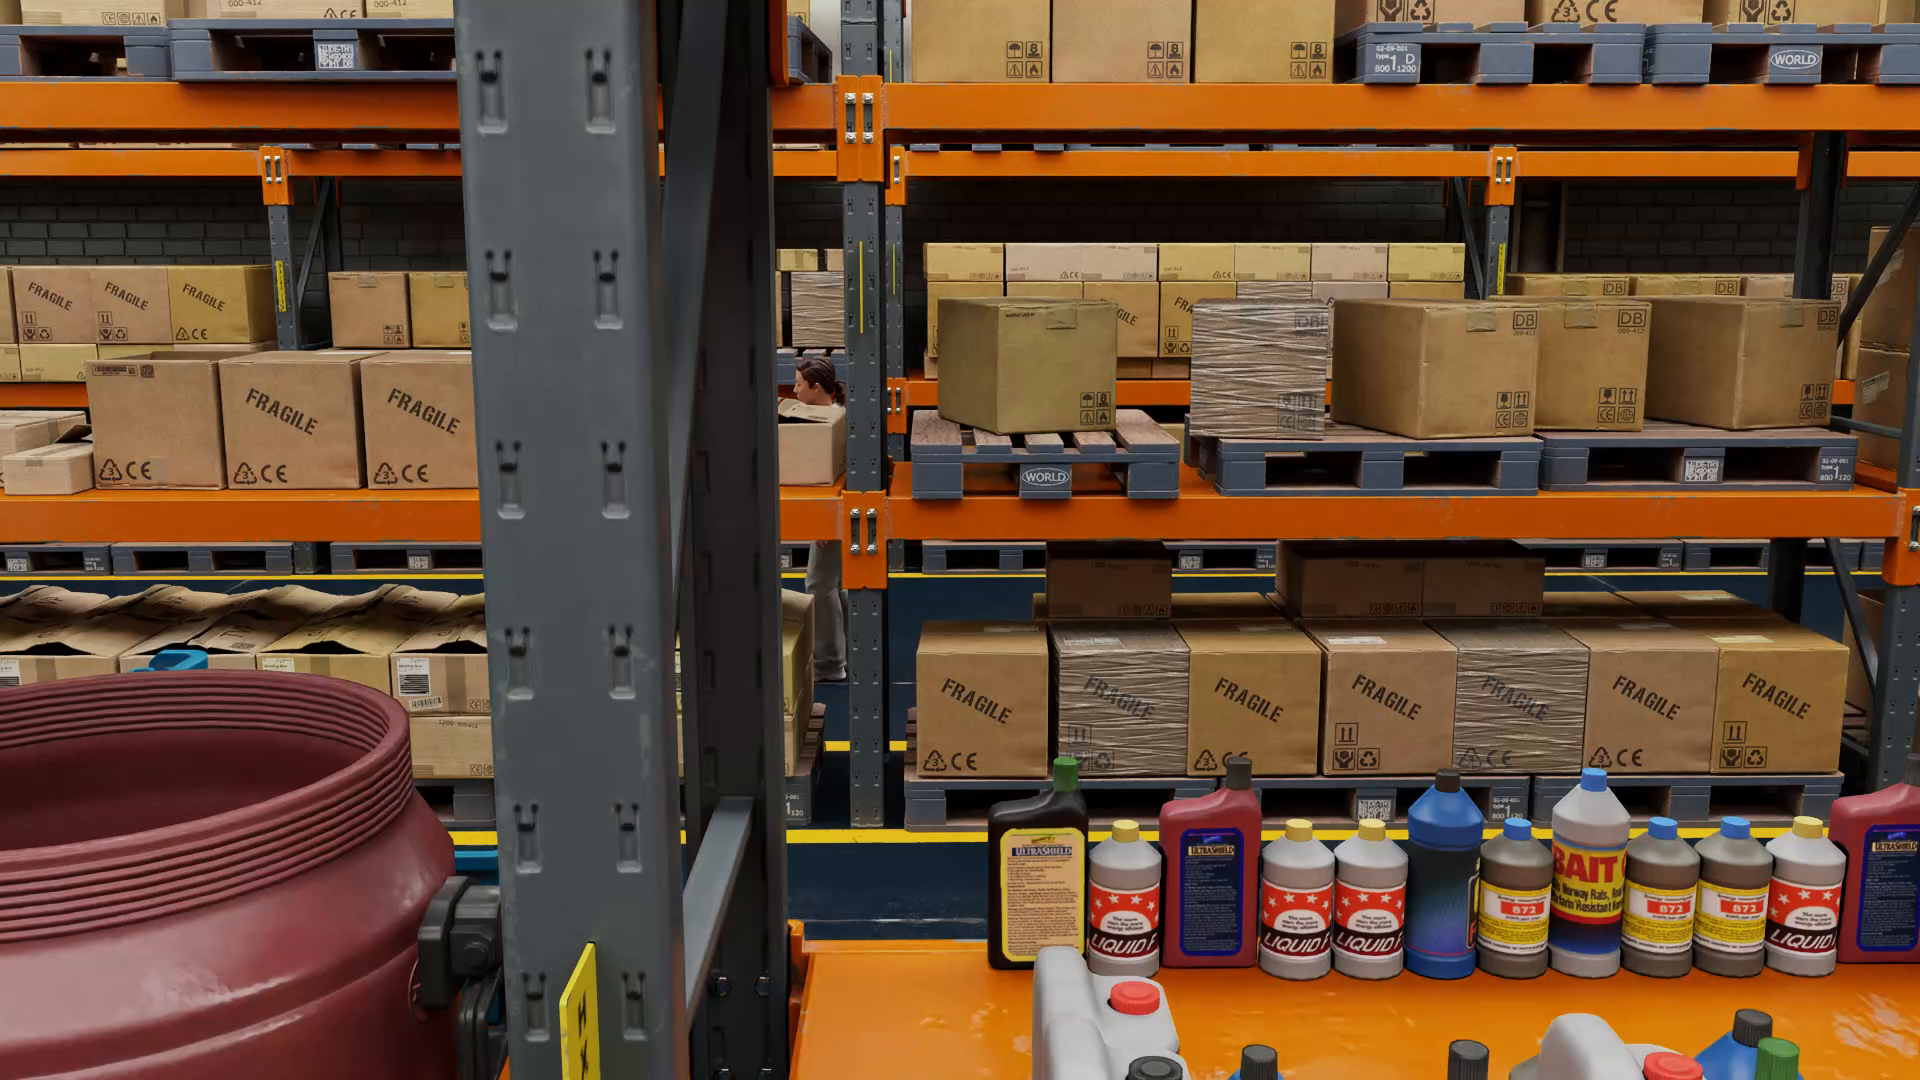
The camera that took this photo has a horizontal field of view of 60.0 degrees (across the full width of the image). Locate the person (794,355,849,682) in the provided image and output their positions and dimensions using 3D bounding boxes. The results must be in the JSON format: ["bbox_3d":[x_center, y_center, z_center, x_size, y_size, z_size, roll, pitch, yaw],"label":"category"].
[{"bbox_3d":[-0.695,-0.113,8.534,0.404,1.673,0.489,0,10,-1],"label":"person"}]
